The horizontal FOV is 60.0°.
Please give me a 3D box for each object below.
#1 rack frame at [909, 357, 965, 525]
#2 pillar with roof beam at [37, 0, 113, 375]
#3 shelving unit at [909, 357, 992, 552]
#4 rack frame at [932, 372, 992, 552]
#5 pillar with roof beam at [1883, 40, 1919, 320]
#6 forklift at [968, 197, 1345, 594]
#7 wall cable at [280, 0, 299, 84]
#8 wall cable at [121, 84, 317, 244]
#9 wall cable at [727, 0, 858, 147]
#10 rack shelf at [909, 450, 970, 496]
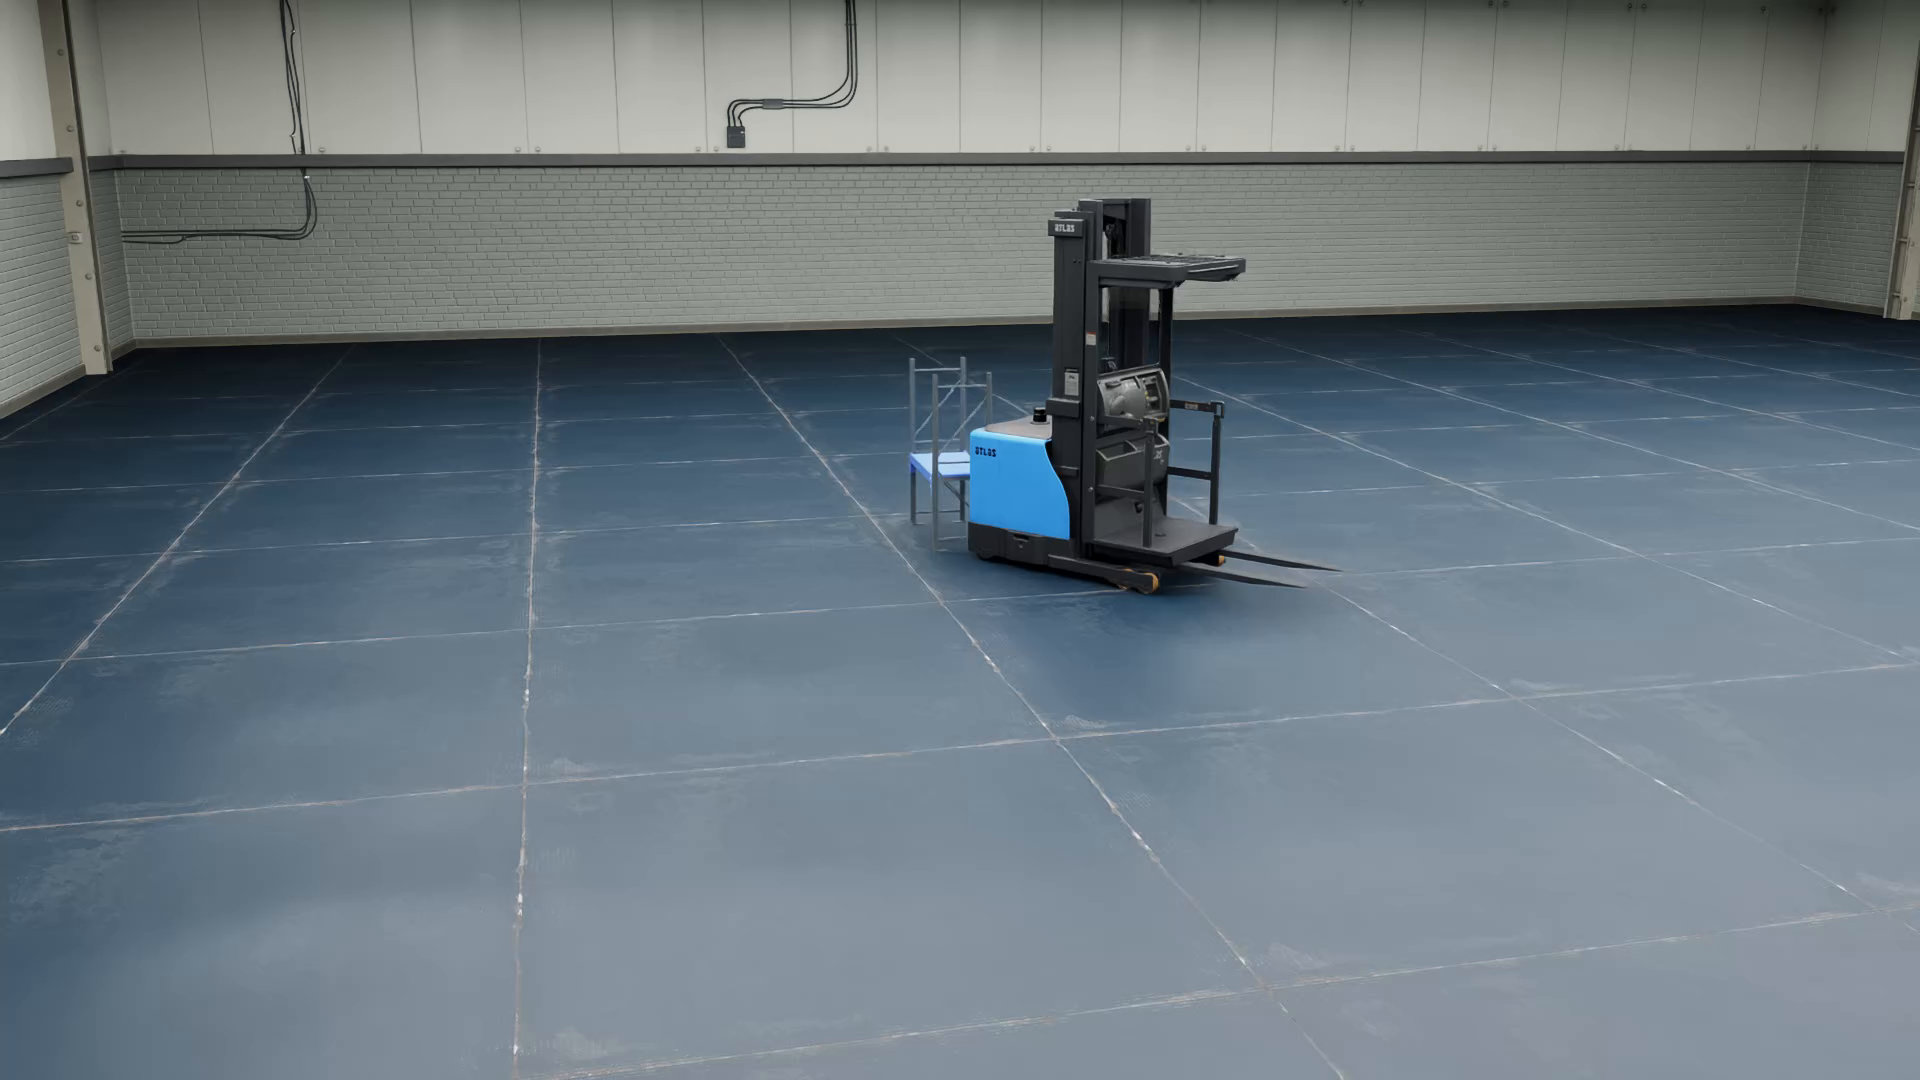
[{"bbox_3d":[-0.199,-0.883,14.881,0.500,1.500,0.032,-3,14,-12],"label":"rack frame"},{"bbox_3d":[-8.538,-7.086,24.469,9.100,9.000,0.400,-3,14,-13],"label":"pillar with roof beam"},{"bbox_3d":[-0.091,-0.765,14.398,0.538,1.500,1.048,-3,14,-12],"label":"shelving unit"},{"bbox_3d":[0.017,-0.647,13.916,0.500,1.500,0.032,-3,14,-12],"label":"rack frame"},{"bbox_3d":[13.712,-8.362,29.691,9.100,9.000,0.400,-3,14,-13],"label":"pillar with roof beam"},{"bbox_3d":[1.531,-1.151,12.963,3.031,2.935,1.130,11,17,37],"label":"forklift"},{"bbox_3d":[-9.499,-8.695,26.957,3.097,2.526,0.112,-3,14,-13],"label":"wall cable"},{"bbox_3d":[-12.129,-6.091,26.939,3.097,2.526,0.112,-3,14,-13],"label":"wall cable"},{"bbox_3d":[-2.897,-9.777,28.318,2.305,6.003,0.169,-3,14,-13],"label":"wall cable"},{"bbox_3d":[-0.091,-0.590,14.441,0.538,0.185,1.000,-3,14,-12],"label":"rack shelf"}]
